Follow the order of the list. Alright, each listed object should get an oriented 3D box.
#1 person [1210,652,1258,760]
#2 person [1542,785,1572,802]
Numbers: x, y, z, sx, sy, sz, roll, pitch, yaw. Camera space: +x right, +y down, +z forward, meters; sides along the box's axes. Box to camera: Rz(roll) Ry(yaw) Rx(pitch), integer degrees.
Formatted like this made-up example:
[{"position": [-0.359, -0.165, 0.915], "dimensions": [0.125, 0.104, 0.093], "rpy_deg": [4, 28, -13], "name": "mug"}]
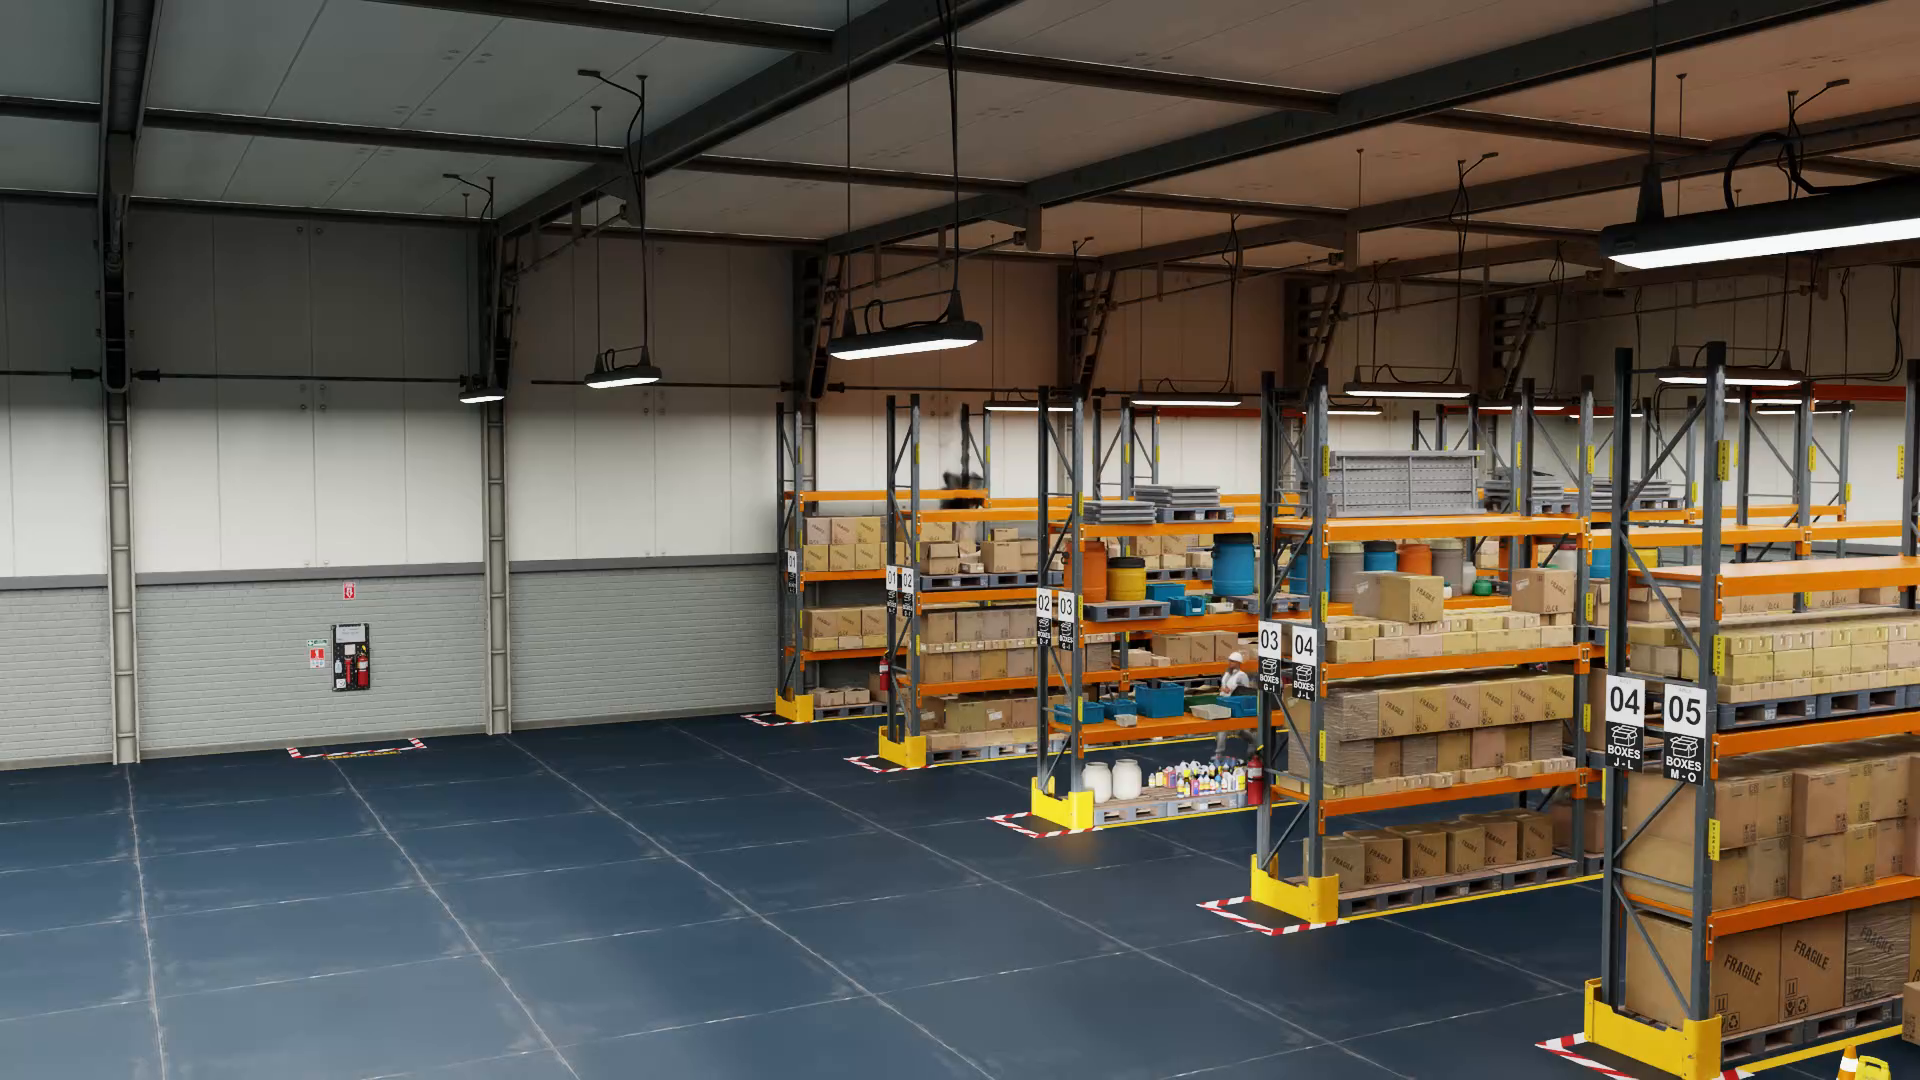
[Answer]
[{"position": [4.490, 2.721, 27.311], "dimensions": [0.958, 1.750, 0.663], "rpy_deg": [-2, 4, -37], "name": "person"}, {"position": [8.209, 3.088, 22.604], "dimensions": [0.575, 1.631, 0.614], "rpy_deg": [-2, 4, -31], "name": "person"}]
